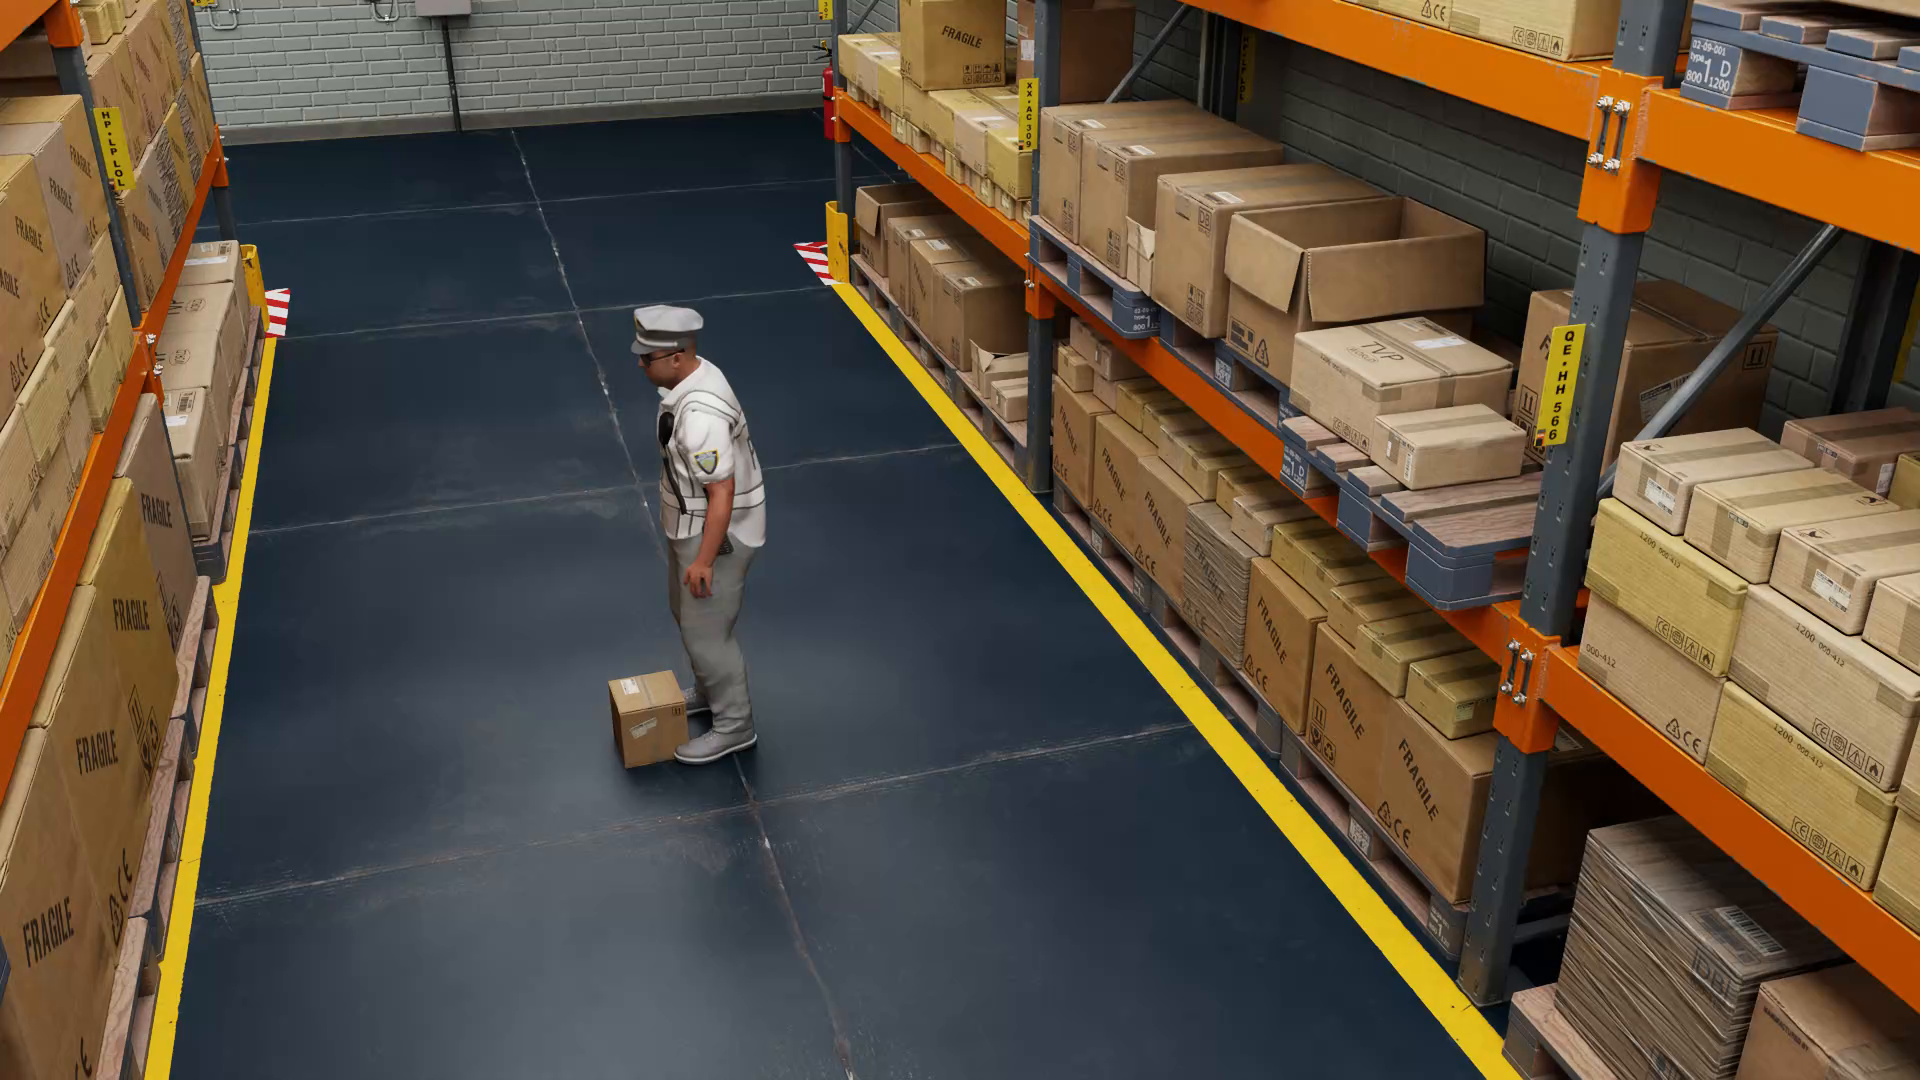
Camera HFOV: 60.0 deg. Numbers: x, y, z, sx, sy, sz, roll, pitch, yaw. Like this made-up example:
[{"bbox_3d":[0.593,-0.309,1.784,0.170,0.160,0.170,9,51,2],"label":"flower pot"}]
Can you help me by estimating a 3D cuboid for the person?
[{"bbox_3d":[-0.944,-0.029,6.163,0.435,1.749,0.585,-8,27,-16],"label":"person"}]
